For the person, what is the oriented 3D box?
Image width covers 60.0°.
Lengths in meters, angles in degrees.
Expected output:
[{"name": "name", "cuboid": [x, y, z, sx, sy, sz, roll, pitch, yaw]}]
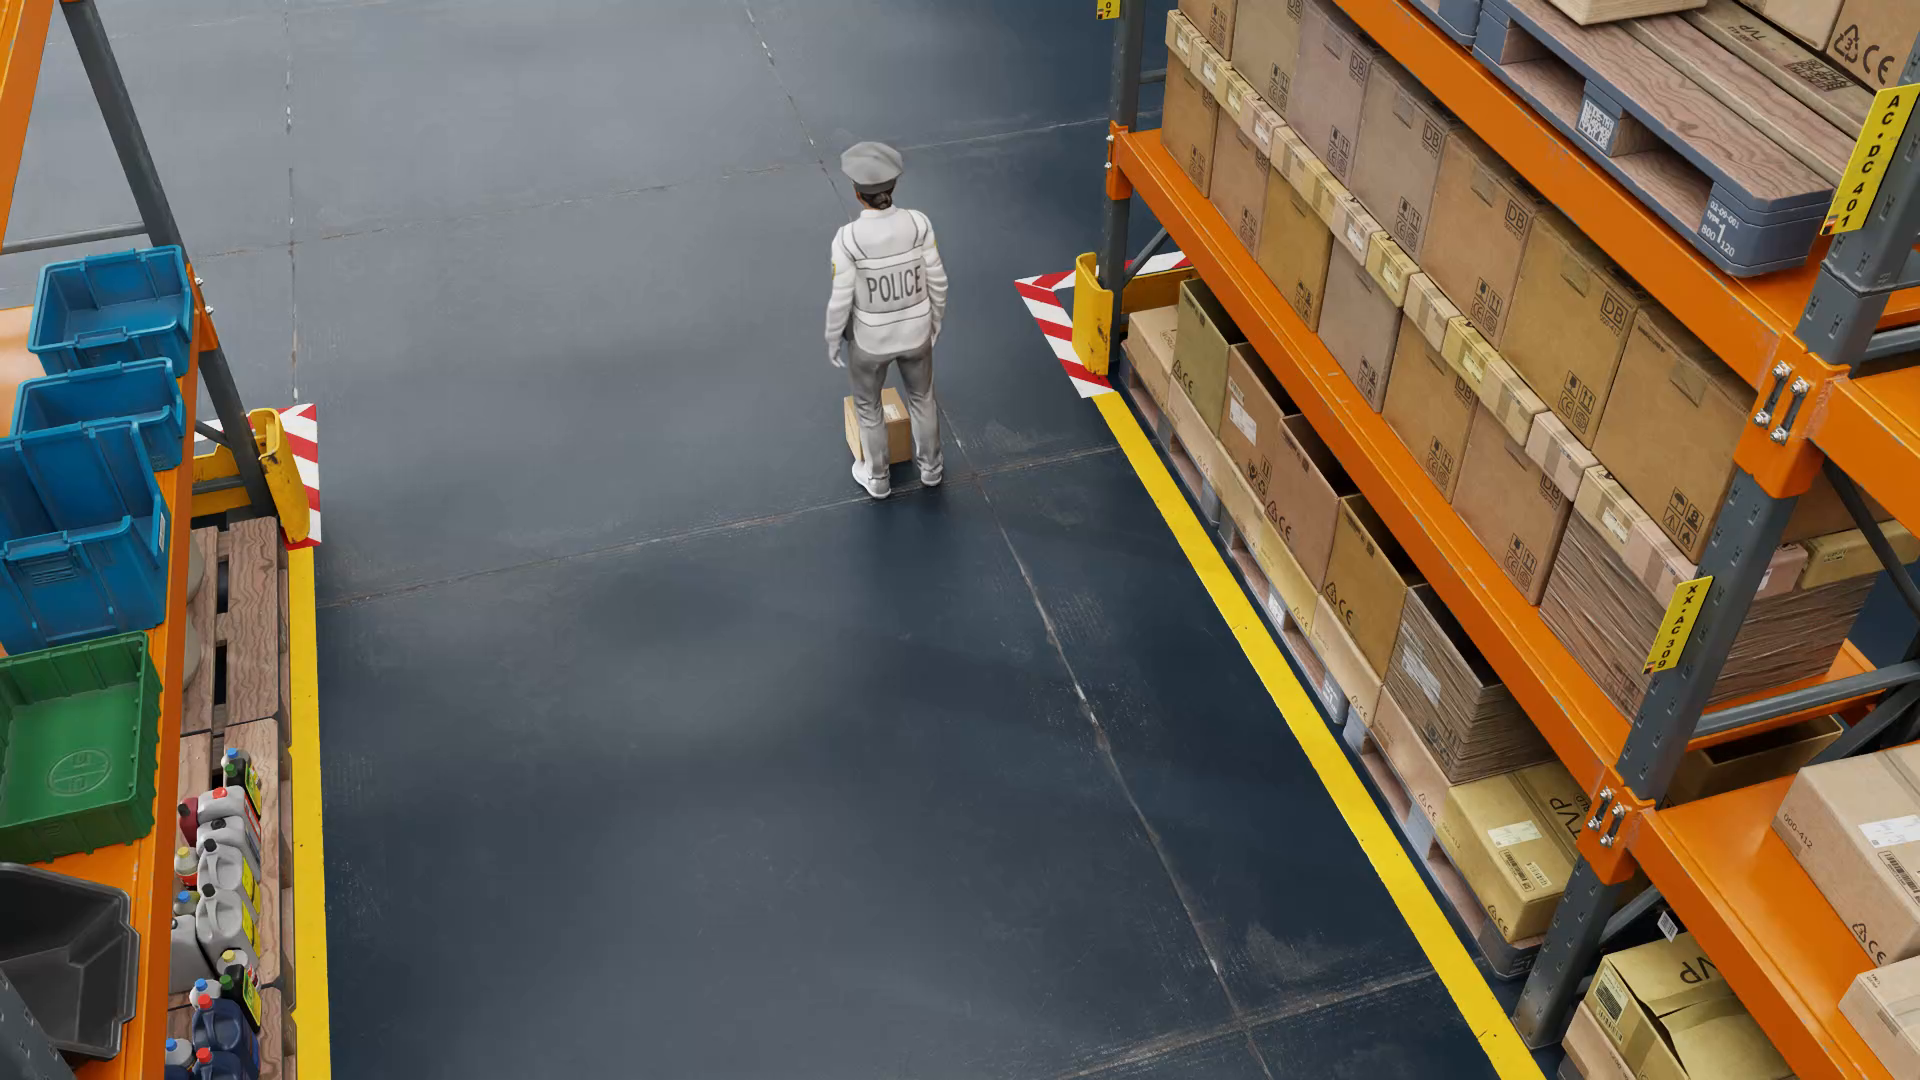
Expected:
[{"name": "person", "cuboid": [-0.312, -0.888, 7.124, 0.547, 1.667, 0.370, -14, 44, -15]}]
